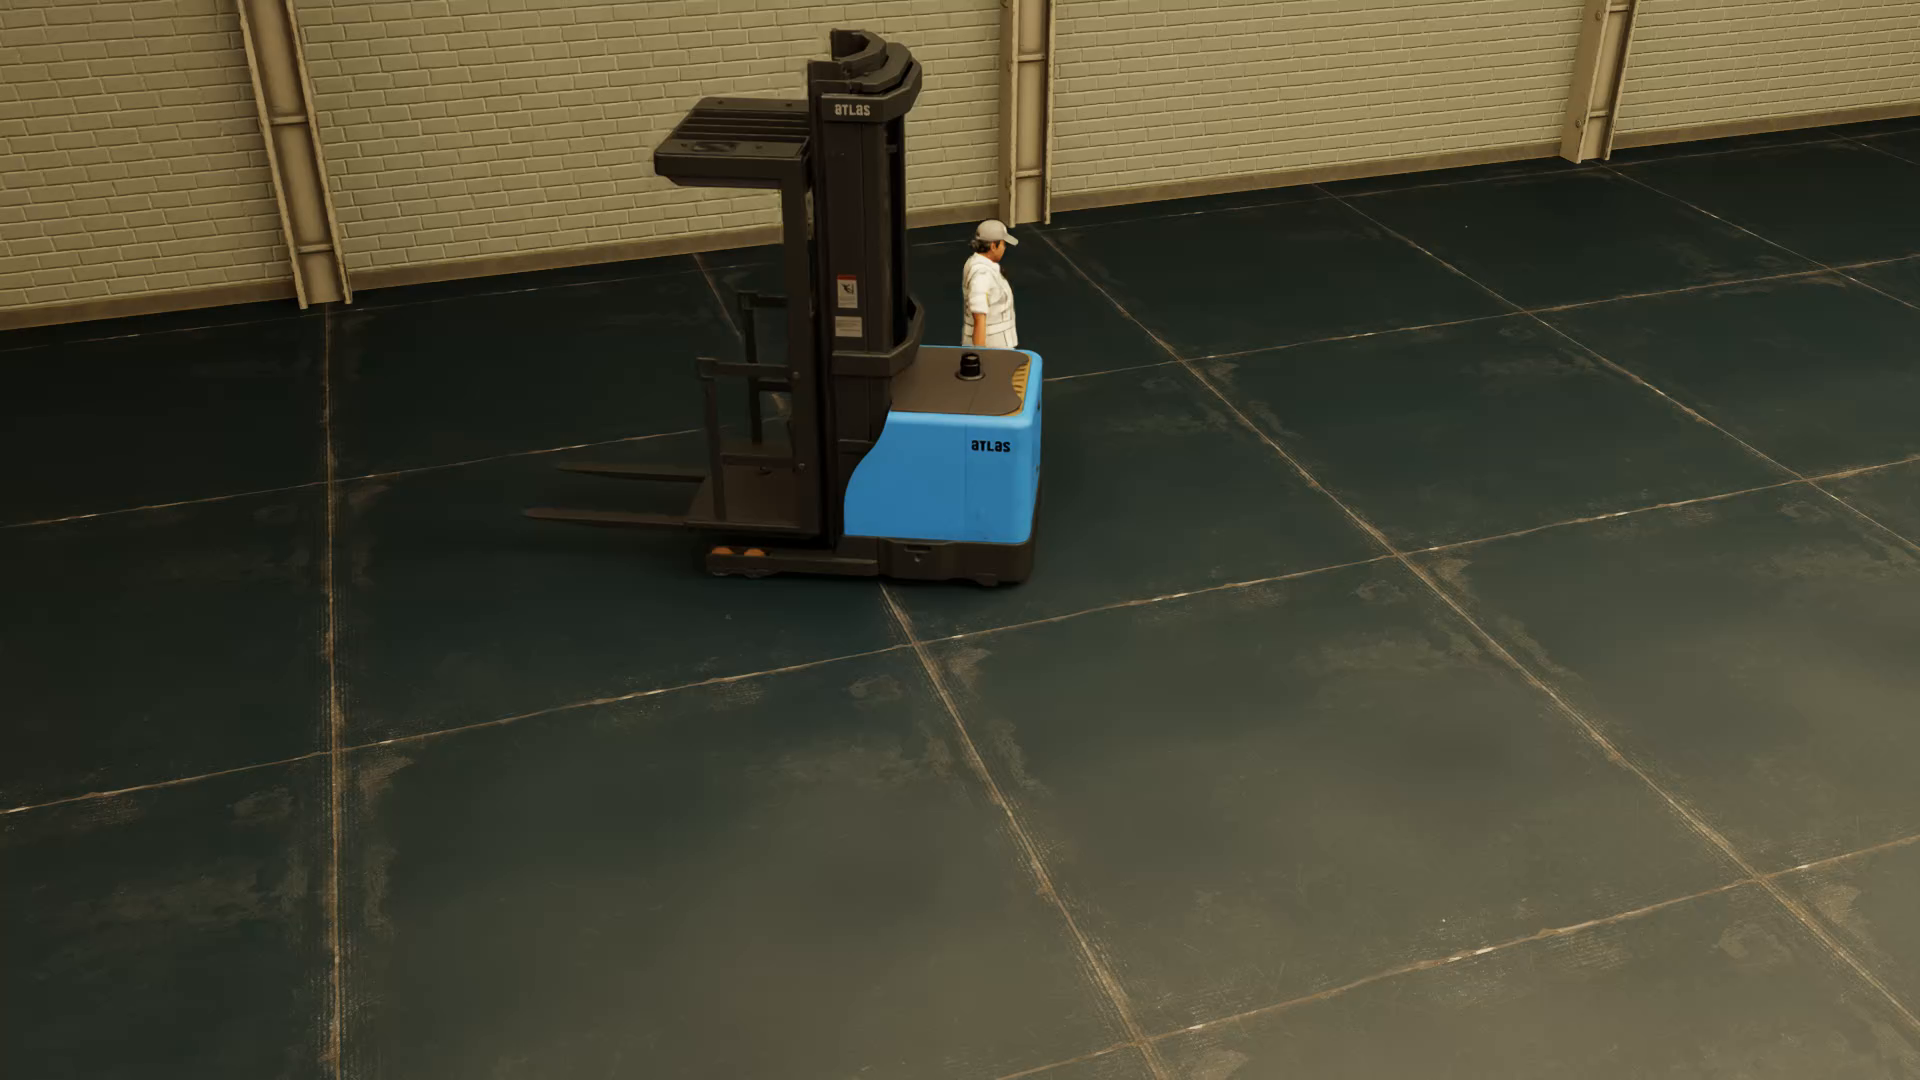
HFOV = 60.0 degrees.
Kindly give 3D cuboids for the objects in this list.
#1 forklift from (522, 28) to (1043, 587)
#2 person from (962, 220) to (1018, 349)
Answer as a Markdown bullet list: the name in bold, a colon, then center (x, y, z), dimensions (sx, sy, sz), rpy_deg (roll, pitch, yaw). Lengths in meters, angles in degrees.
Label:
- **forklift**: center (-1.052, -1.308, 9.360), dimensions (3.031, 2.935, 1.130), rpy_deg (3, 30, 5)
- **person**: center (0.165, -1.235, 10.544), dimensions (0.485, 1.572, 0.827), rpy_deg (0, 30, 0)
